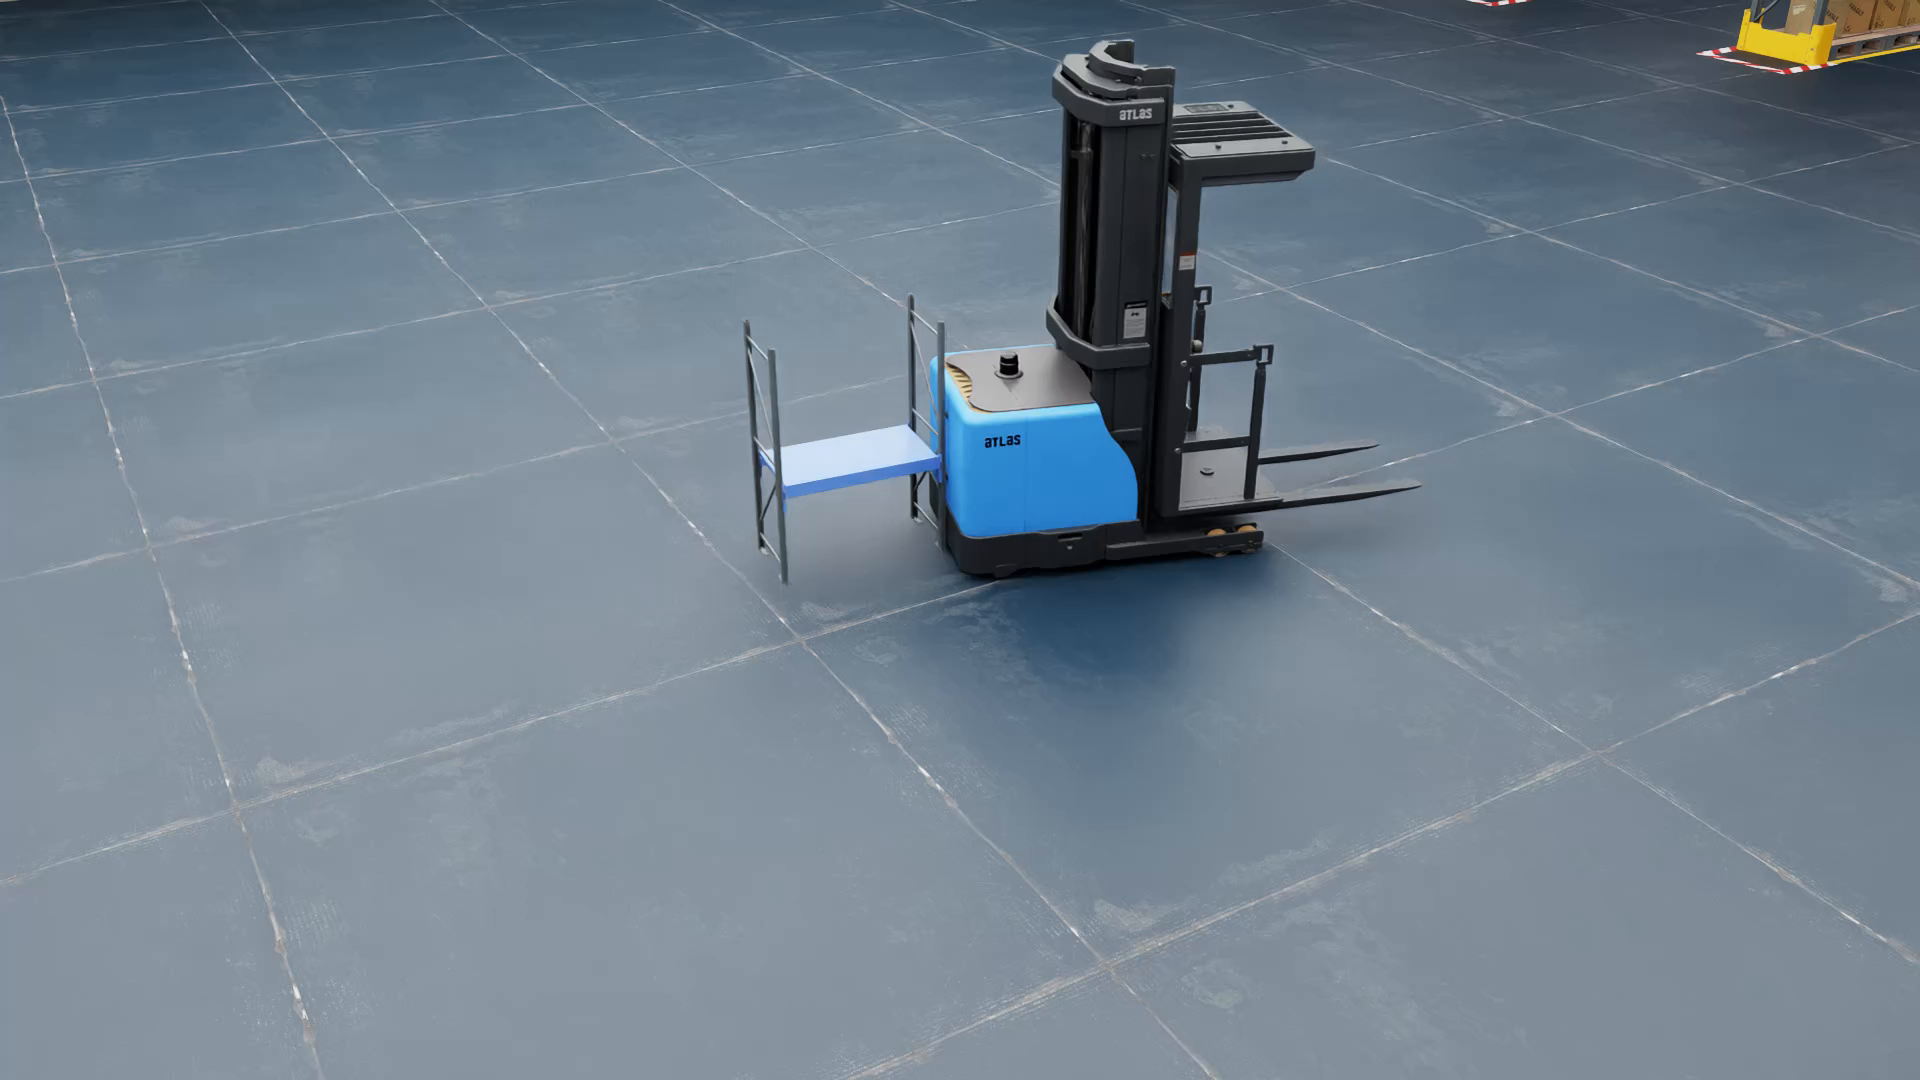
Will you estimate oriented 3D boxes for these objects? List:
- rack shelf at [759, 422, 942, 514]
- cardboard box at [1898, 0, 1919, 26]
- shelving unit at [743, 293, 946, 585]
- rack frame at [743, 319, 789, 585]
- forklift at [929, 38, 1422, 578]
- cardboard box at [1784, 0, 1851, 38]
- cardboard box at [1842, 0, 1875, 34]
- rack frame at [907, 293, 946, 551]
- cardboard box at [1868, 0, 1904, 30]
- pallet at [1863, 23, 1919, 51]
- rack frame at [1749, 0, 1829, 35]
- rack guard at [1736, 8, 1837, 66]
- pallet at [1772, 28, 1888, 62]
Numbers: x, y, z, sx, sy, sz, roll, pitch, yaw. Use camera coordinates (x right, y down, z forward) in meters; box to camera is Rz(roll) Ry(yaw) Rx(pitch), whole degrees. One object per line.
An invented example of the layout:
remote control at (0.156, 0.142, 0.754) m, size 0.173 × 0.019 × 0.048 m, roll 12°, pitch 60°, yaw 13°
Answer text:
rack shelf at (-0.667, -0.443, 9.971) m, size 1.000 × 0.185 × 0.538 m, roll -12°, pitch 31°, yaw -21°
cardboard box at (12.849, -7.335, 22.687) m, size 0.500 × 0.500 × 0.500 m, roll -19°, pitch 34°, yaw -31°
shelving unit at (-0.667, -0.600, 9.884) m, size 1.048 × 1.500 × 0.538 m, roll -12°, pitch 31°, yaw -21°
rack frame at (-1.132, -0.501, 9.704) m, size 0.032 × 1.500 × 0.500 m, roll -12°, pitch 31°, yaw -21°
forklift at (1.376, -1.423, 9.893) m, size 3.031 × 2.935 × 1.130 m, roll -7°, pitch 30°, yaw -12°
cardboard box at (11.298, -6.911, 21.919) m, size 0.500 × 0.500 × 0.500 m, roll -10°, pitch 30°, yaw -17°
cardboard box at (11.796, -7.072, 22.210) m, size 0.500 × 0.500 × 0.500 m, roll -8°, pitch 30°, yaw -13°
rack frame at (-0.202, -0.700, 10.064) m, size 0.032 × 1.500 × 0.500 m, roll -12°, pitch 31°, yaw -21°
cardboard box at (12.346, -7.217, 22.474) m, size 0.500 × 0.500 × 0.500 m, roll -13°, pitch 31°, yaw -22°
pallet at (12.586, -6.954, 22.731) m, size 1.213 × 0.211 × 1.003 m, roll -16°, pitch 33°, yaw -26°
rack frame at (10.751, -7.676, 21.152) m, size 0.127 × 3.000 × 1.000 m, roll -16°, pitch 33°, yaw -26°
rack guard at (10.817, -6.600, 21.790) m, size 0.348 × 0.500 × 1.175 m, roll -16°, pitch 33°, yaw -26°
pallet at (11.535, -6.658, 22.193) m, size 1.213 × 0.211 × 1.003 m, roll -16°, pitch 33°, yaw -26°
